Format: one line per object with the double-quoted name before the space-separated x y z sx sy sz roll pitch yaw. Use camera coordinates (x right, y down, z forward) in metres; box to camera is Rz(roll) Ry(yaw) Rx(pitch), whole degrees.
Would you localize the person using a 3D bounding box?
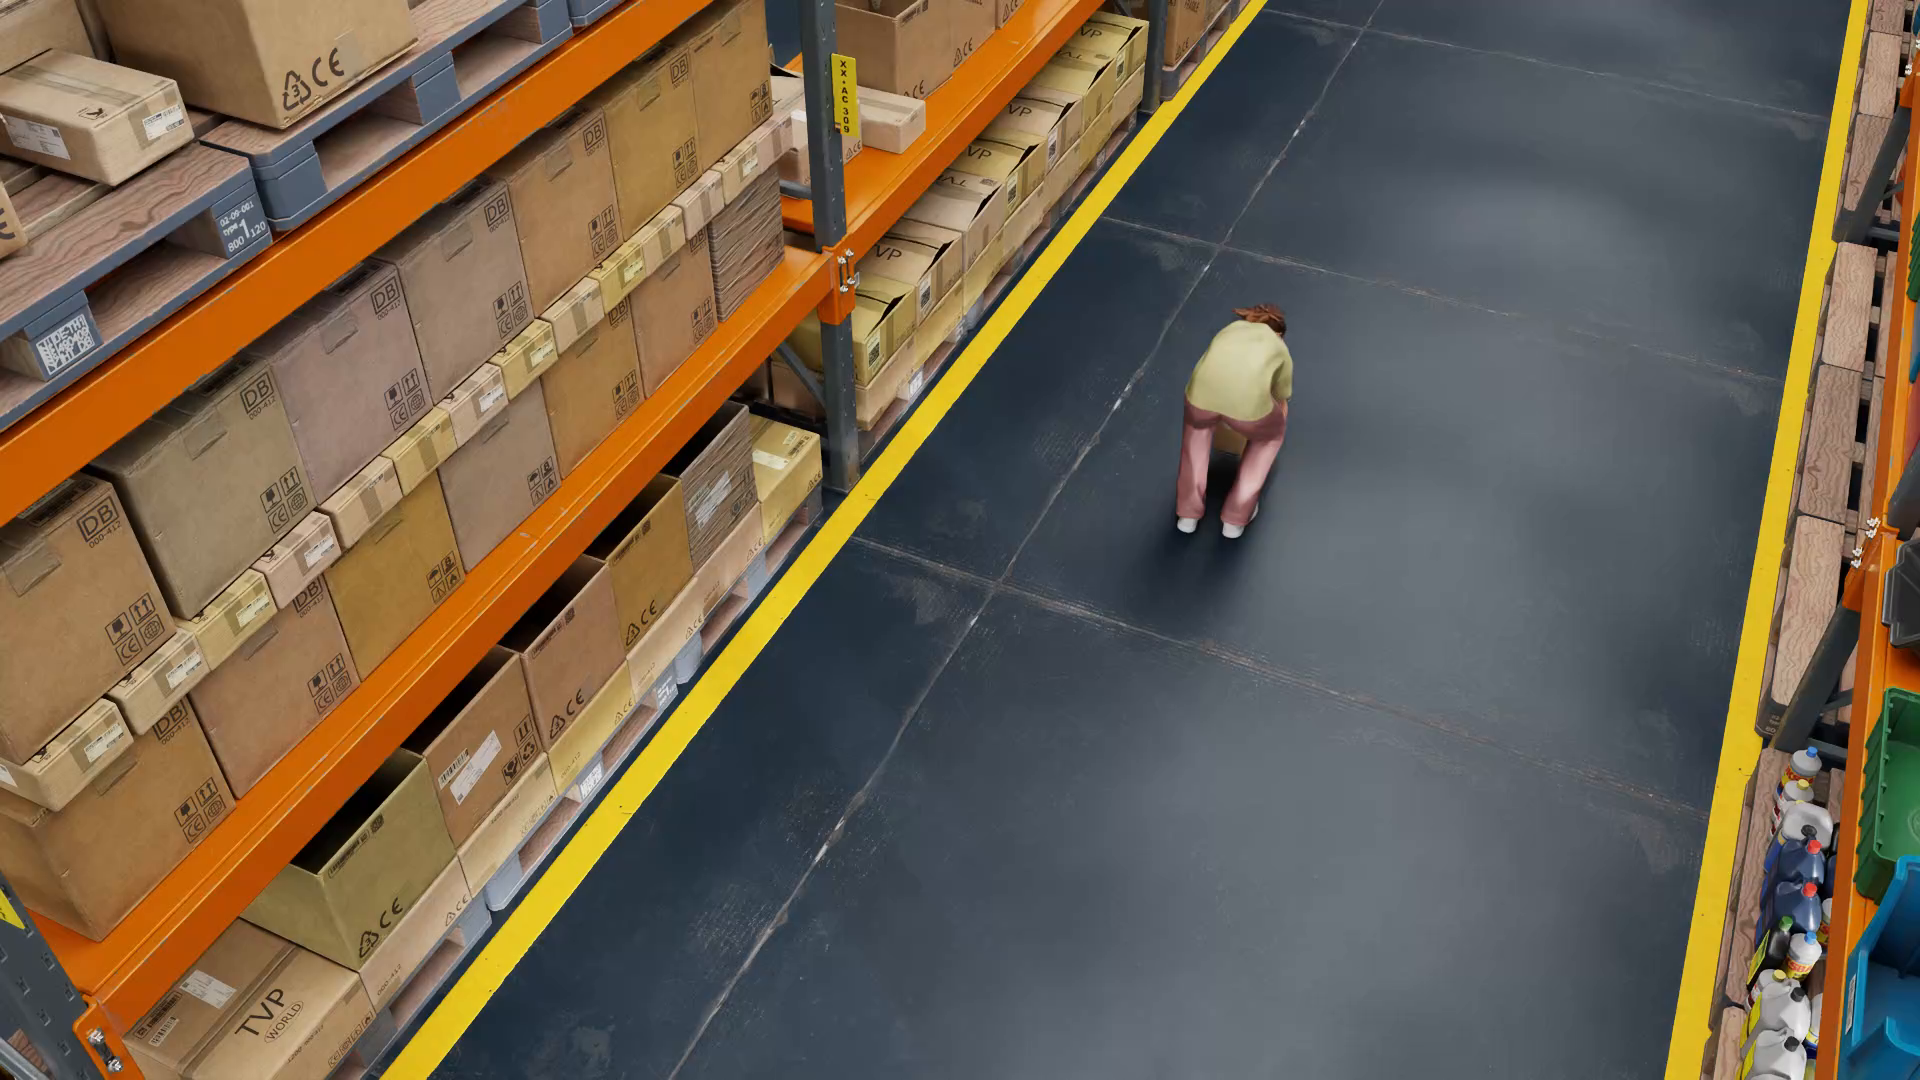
"person" 1.220 -0.537 7.321 0.447 0.915 0.860 16 44 16
